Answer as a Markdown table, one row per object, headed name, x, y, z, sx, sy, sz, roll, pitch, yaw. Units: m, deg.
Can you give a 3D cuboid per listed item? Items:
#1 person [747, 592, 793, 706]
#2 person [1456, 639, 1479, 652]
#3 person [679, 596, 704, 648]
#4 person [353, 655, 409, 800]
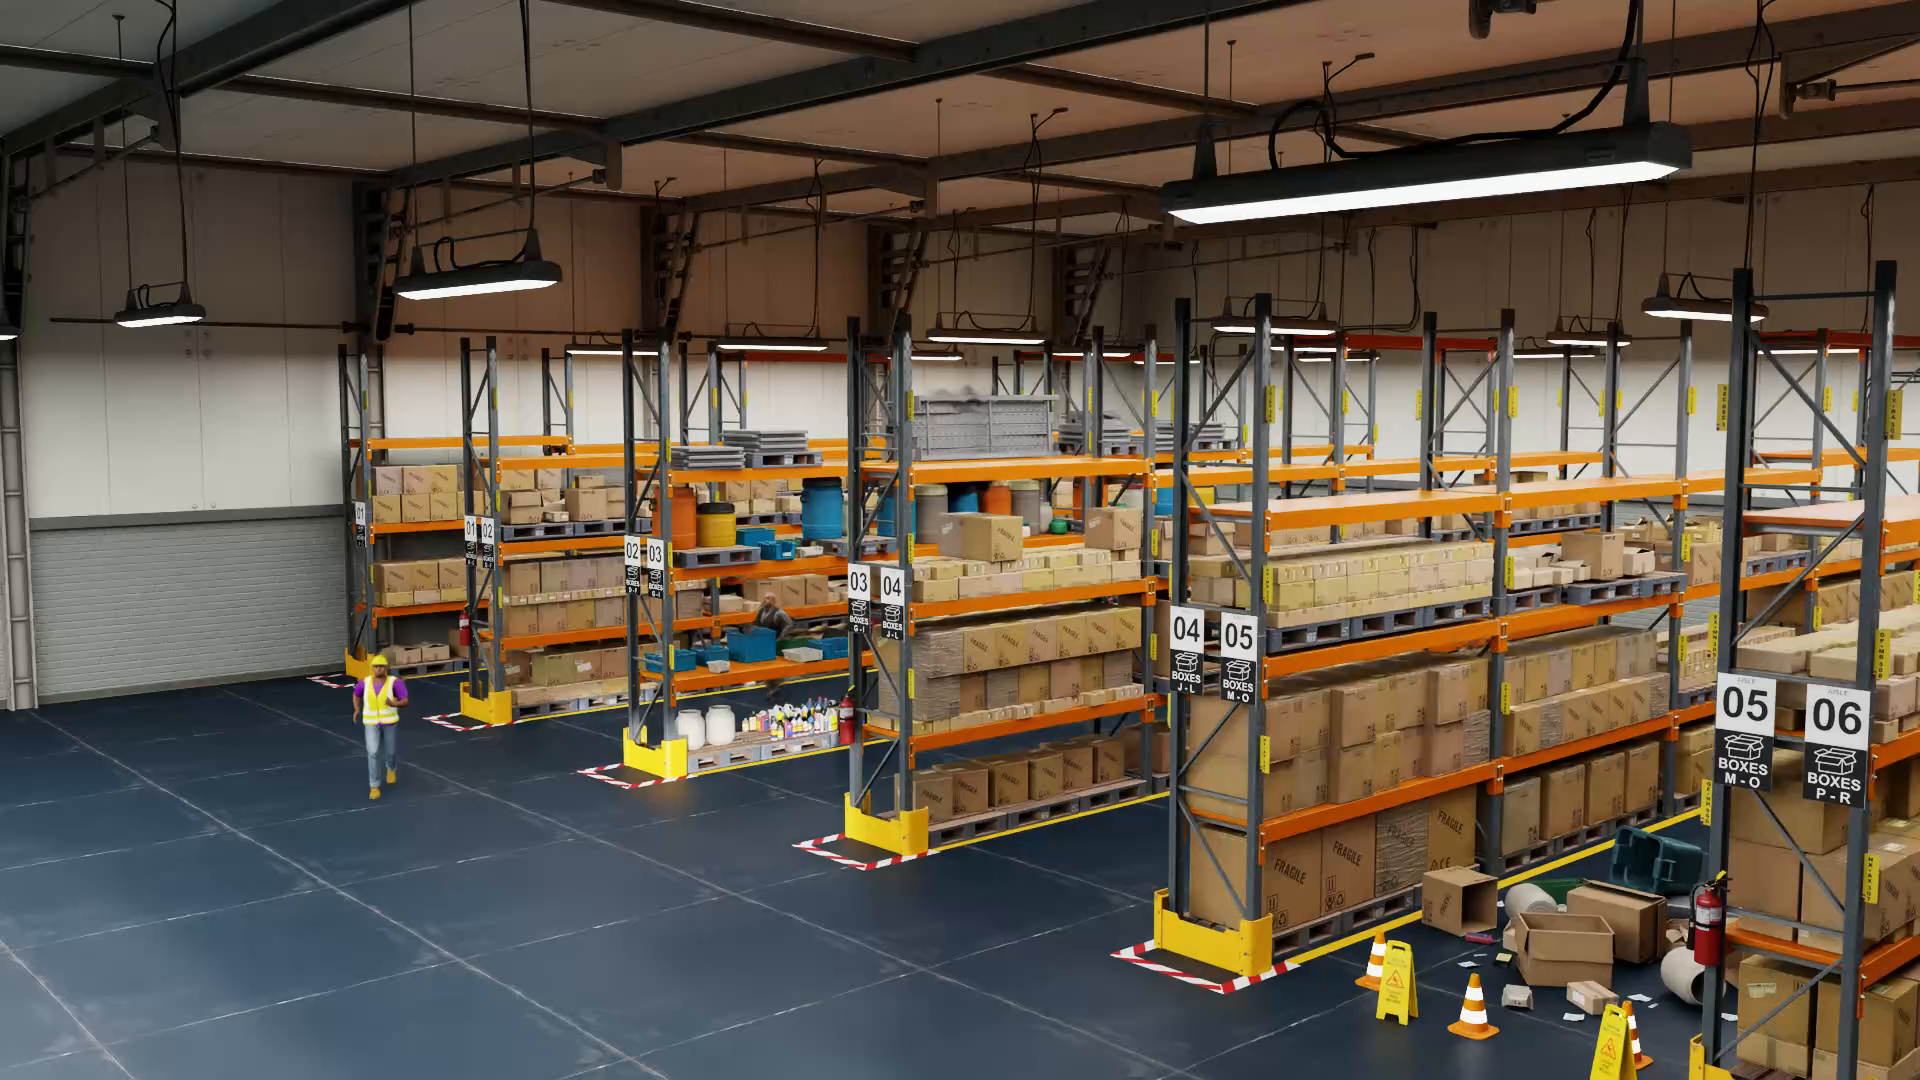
| name | x | y | z | sx | sy | sz | roll | pitch | yaw |
| --- | --- | --- | --- | --- | --- | --- | --- | --- | --- |
| person | -3.040 | 1.714 | 26.084 | 0.606 | 1.783 | 0.651 | 4 | 6 | 38 |
| person | 7.198 | 2.173 | 23.533 | 0.635 | 1.809 | 0.681 | 5 | 7 | 44 |
| person | -5.117 | 1.572 | 31.128 | 0.586 | 1.676 | 0.661 | 4 | 7 | 40 |
| person | -7.411 | 2.350 | 21.290 | 0.700 | 1.757 | 0.982 | -1 | 5 | -15 |
